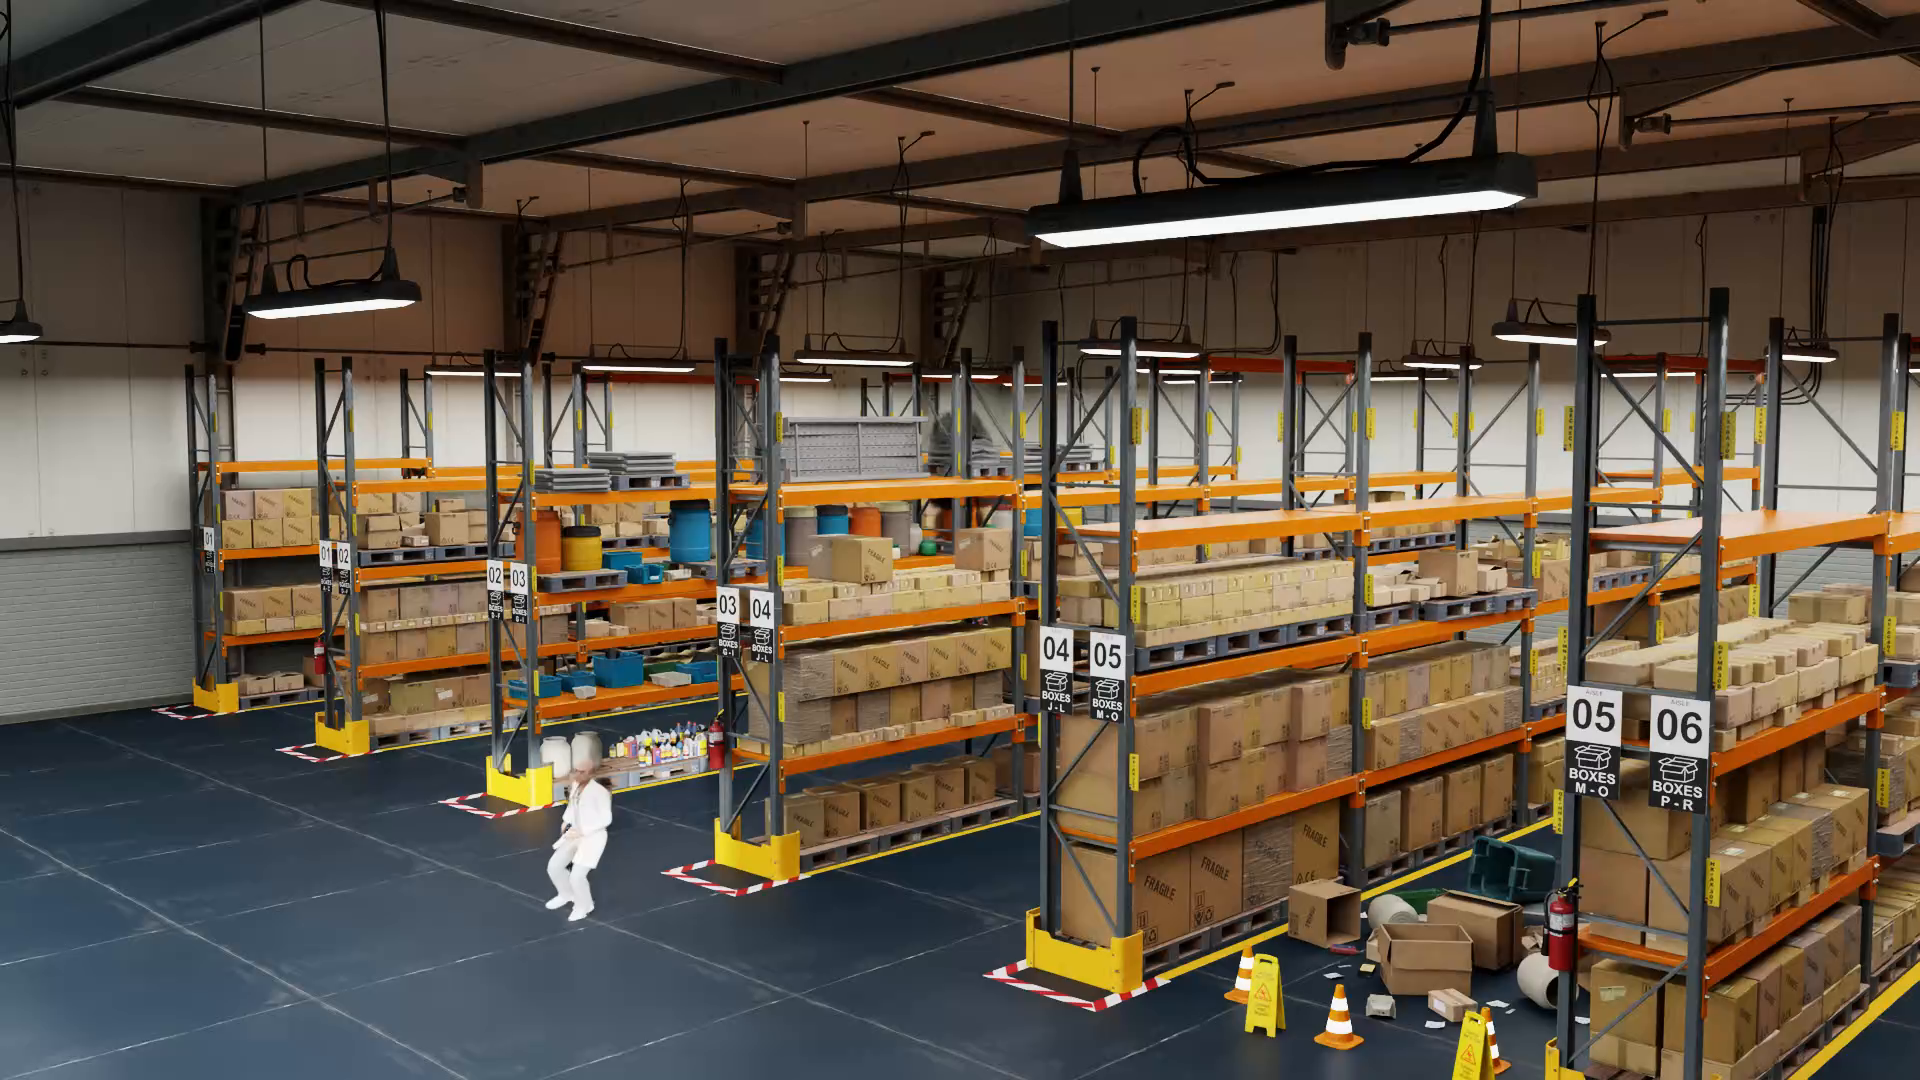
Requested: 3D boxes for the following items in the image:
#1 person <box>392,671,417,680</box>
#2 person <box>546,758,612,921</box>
[{"bbox_3d":[-9.530,2.090,28.608,0.763,1.827,0.749,1,5,19],"label":"person"},{"bbox_3d":[-3.909,3.057,16.900,0.933,1.711,0.634,3,5,31],"label":"person"}]
